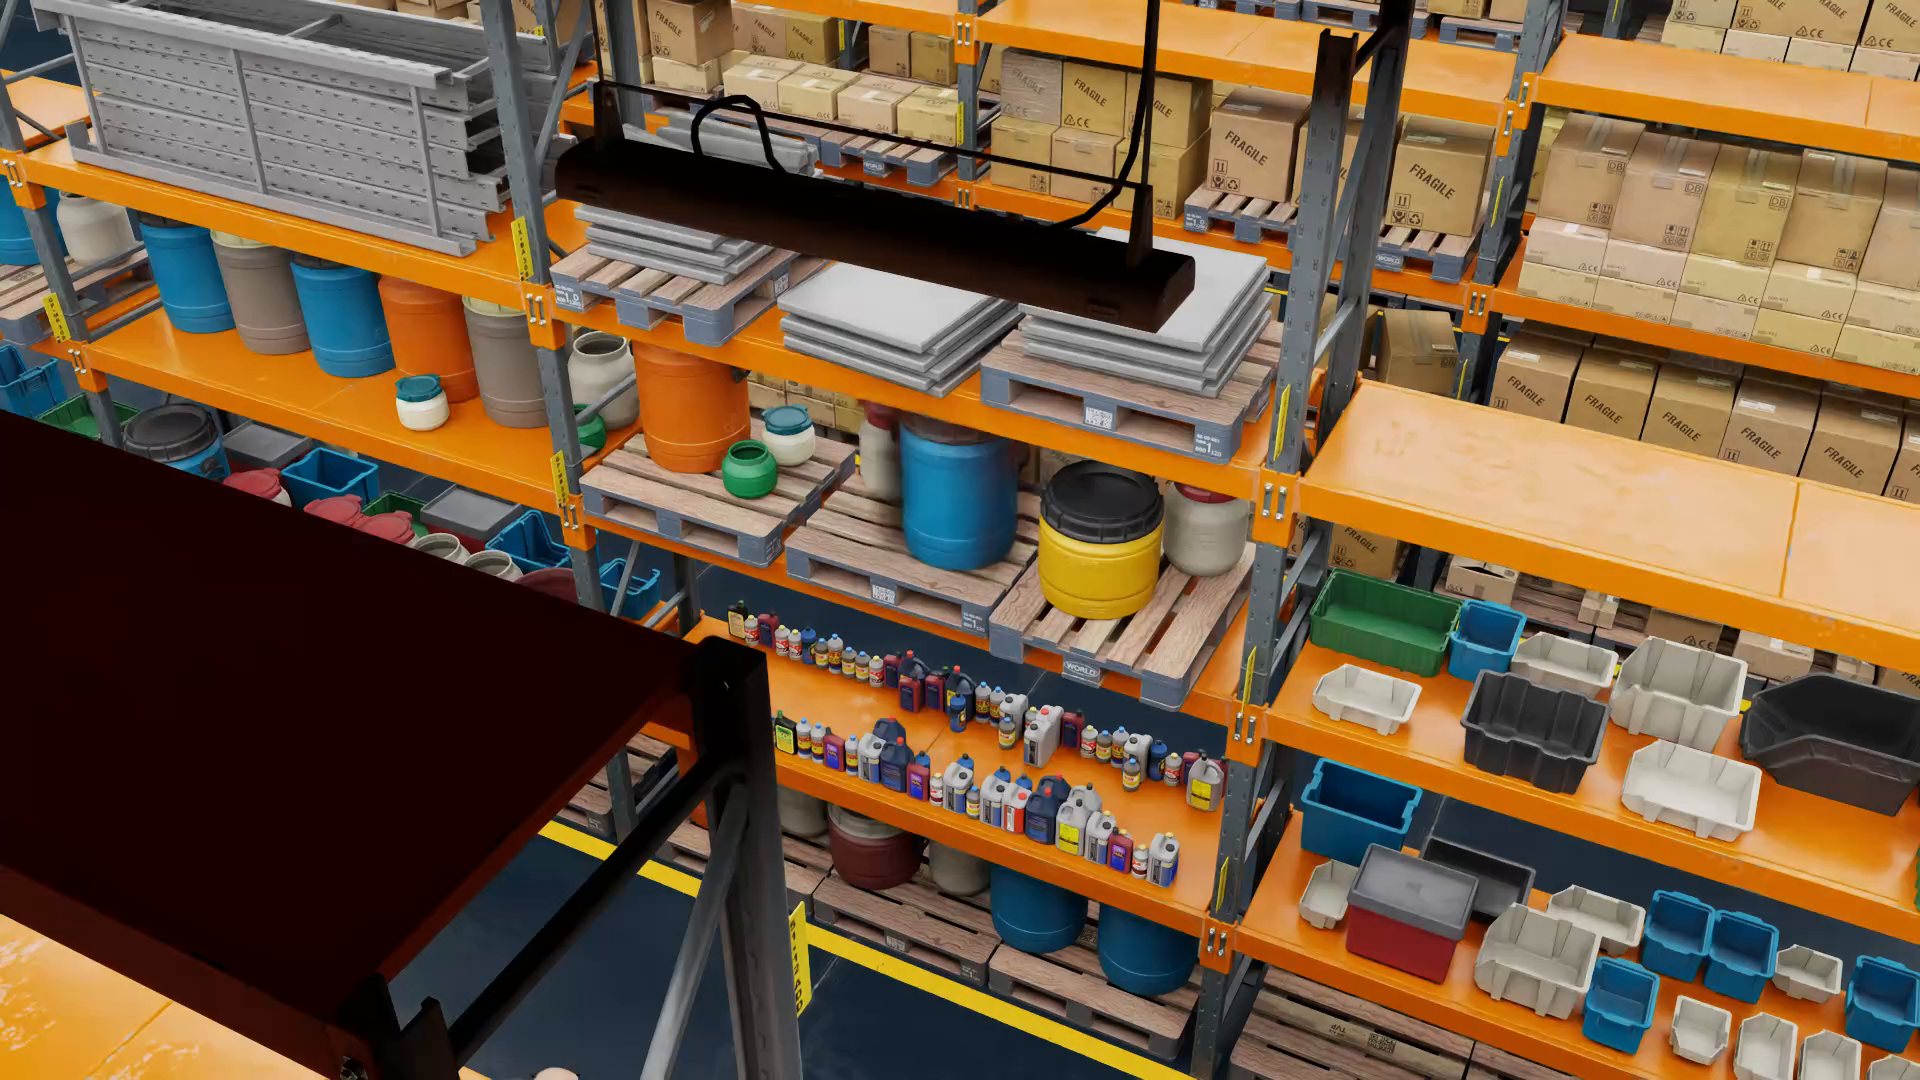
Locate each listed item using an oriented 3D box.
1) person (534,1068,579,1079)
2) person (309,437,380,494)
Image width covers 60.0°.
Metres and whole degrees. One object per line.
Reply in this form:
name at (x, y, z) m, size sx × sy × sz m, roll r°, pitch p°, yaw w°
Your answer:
person at (-1.819, 3.013, 7.738) m, size 0.642 × 1.710 × 0.593 m, roll 4°, pitch 35°, yaw 5°
person at (-5.179, -0.875, 13.658) m, size 0.837 × 1.639 × 0.471 m, roll 6°, pitch 35°, yaw 8°
